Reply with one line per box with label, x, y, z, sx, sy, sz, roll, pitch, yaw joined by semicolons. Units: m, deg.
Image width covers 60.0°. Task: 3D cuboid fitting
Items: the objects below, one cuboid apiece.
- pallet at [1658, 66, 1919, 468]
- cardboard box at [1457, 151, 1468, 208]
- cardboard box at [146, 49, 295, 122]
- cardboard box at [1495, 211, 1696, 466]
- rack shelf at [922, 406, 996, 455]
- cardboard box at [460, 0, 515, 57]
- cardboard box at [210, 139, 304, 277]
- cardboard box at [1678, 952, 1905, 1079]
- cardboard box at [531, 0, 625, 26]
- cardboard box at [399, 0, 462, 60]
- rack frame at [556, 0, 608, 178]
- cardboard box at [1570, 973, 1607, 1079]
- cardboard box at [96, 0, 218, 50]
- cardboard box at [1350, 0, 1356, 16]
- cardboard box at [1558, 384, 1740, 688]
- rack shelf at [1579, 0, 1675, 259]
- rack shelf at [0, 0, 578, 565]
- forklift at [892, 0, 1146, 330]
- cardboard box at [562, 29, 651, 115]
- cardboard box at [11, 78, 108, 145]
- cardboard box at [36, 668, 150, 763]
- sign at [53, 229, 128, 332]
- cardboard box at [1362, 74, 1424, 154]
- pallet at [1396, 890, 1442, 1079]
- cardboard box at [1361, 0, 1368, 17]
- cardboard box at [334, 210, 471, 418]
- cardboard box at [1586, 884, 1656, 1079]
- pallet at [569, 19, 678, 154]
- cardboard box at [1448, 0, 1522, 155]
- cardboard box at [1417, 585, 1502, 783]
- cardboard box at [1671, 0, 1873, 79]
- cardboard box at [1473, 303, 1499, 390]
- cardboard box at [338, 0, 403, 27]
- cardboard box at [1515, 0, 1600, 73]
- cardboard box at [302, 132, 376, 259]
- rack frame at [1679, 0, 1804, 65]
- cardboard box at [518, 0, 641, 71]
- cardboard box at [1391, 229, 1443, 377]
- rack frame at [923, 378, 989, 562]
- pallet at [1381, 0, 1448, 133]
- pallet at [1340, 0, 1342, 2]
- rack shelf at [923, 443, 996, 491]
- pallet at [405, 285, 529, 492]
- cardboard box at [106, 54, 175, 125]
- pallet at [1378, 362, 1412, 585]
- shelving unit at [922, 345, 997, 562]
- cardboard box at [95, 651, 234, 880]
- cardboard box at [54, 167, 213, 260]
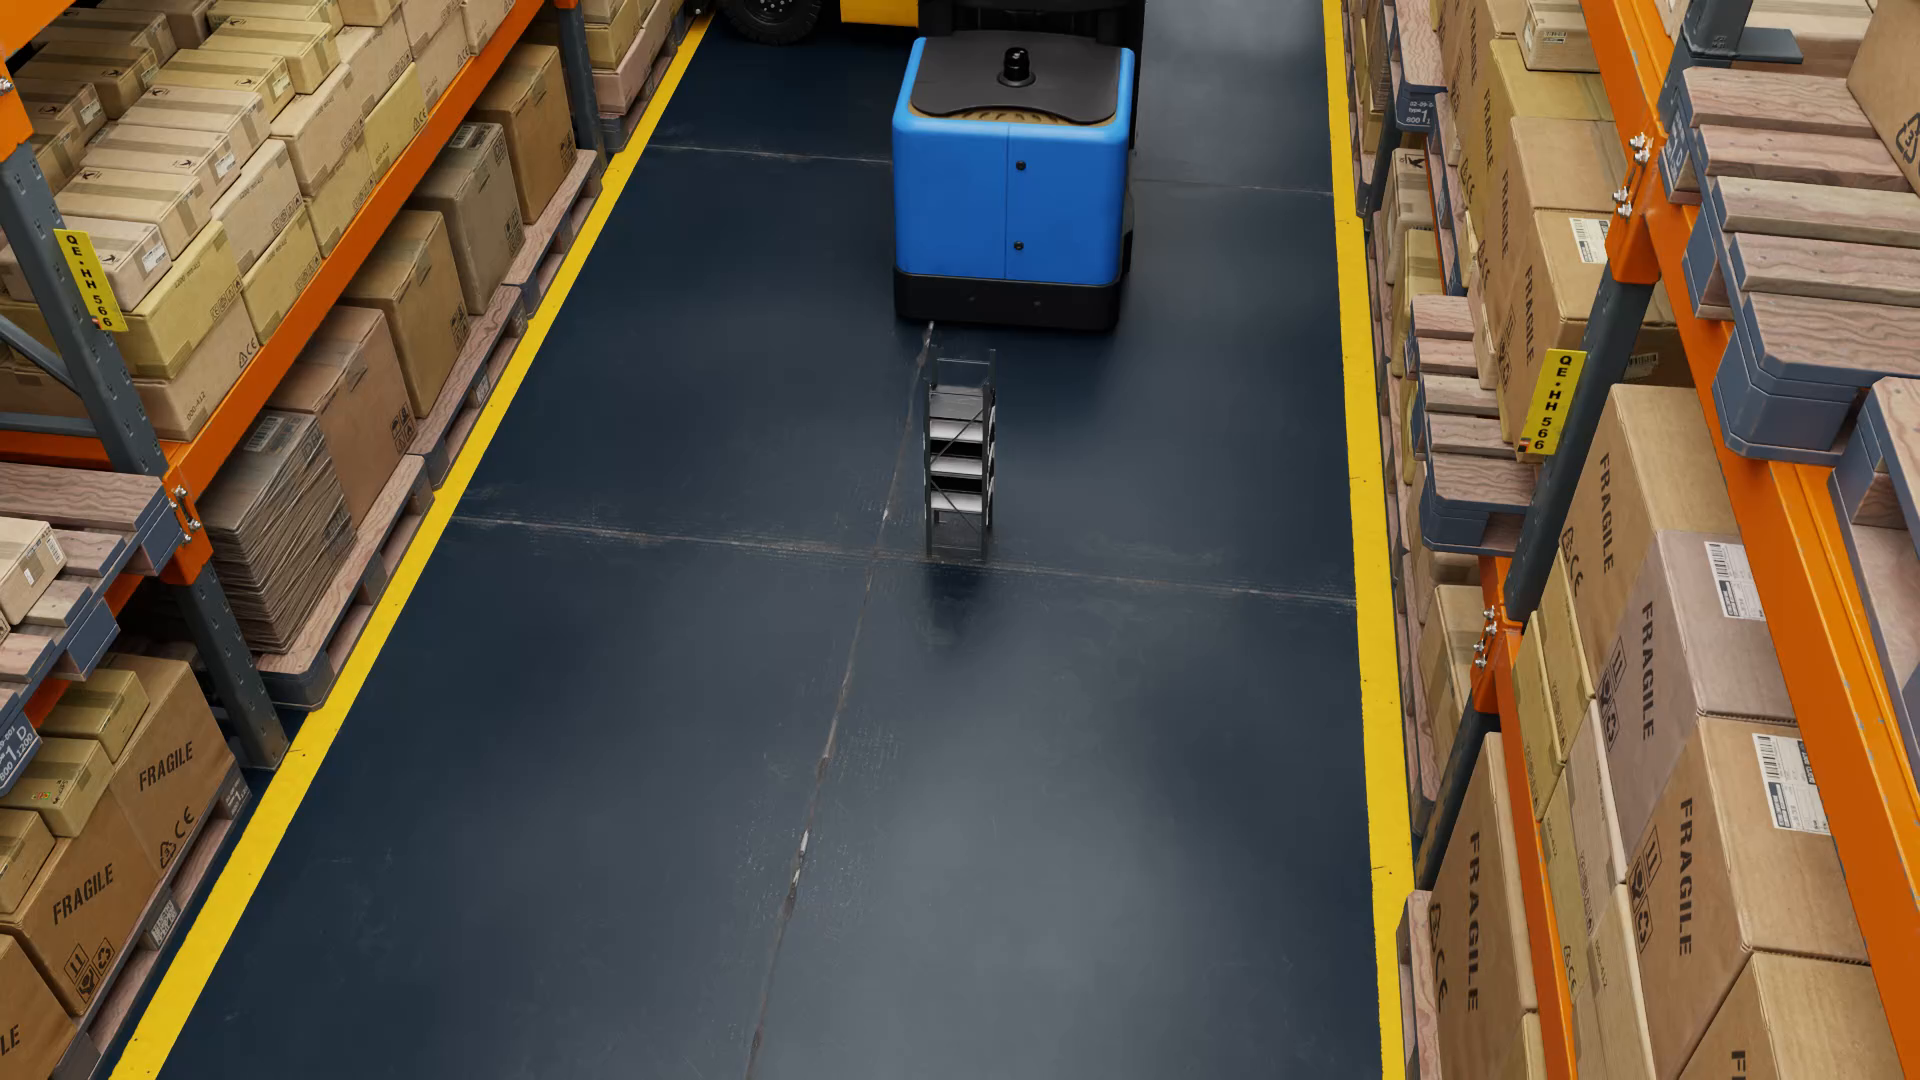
pallet;1.982;-0.483;3.034;1.213;0.211;1.003;7;44;7
cardboard box;1.951;-1.275;5.792;0.380;0.149;0.250;4;44;4
cardboard box;-2.503;-1.530;5.639;0.380;0.149;0.250;6;44;6
cardboard box;1.799;-0.538;4.542;0.500;0.500;0.500;4;44;4
rack shelf;-0.001;-0.428;6.334;0.258;0.077;0.200;5;44;6
cardboard box;-2.245;-2.316;7.123;0.500;0.250;0.500;5;44;5
cardboard box;-2.537;-1.103;5.479;0.500;0.250;0.500;7;44;7
cardboard box;1.498;1.042;2.668;0.500;0.500;0.500;6;44;6
cardboard box;-2.002;-2.899;8.597;0.500;0.250;0.500;5;44;5
cardboard box;-2.323;-2.151;6.585;0.500;0.250;0.500;6;44;6
rack frame;-2.377;-3.081;7.822;1.000;3.000;0.127;5;44;6
cardboard box;1.575;1.168;3.444;0.500;0.250;0.500;7;44;7
cardboard box;-2.879;-1.915;6.046;0.380;0.149;0.250;6;44;7
cardboard box;2.557;-3.267;9.713;0.500;0.250;0.500;8;44;8
cardboard box;1.707;0.009;3.759;0.500;0.500;0.500;4;44;4
rack shelf;2.279;-2.097;5.124;1.077;0.370;4.000;5;44;6
rack shelf;-2.641;-1.456;6.630;1.077;0.370;4.000;5;44;6
forklift;0.369;-3.046;7.835;1.130;2.935;3.031;4;44;5
cardboard box;-1.985;-2.534;8.939;0.500;0.250;0.500;6;44;6
cardboard box;-3.081;-1.400;5.502;0.380;0.149;0.250;4;44;5
cardboard box;-2.720;0.525;5.055;0.380;0.149;0.250;3;44;3
sign;-2.367;-0.703;4.527;0.100;0.325;0.005;5;44;6
cardboard box;2.356;-2.213;8.600;0.500;0.250;0.500;7;44;7
pallet;1.836;1.637;4.867;1.003;0.211;1.213;5;44;6
cardboard box;2.488;-3.181;9.076;0.500;0.500;0.500;7;44;8
cardboard box;-2.642;-0.973;7.018;0.875;0.625;0.625;4;44;4
cardboard box;1.556;0.981;3.278;0.500;0.250;0.500;5;44;5
pallet;-2.230;-2.606;9.349;1.003;0.211;1.213;5;44;6
cardboard box;1.996;-1.607;5.671;0.500;0.500;0.500;4;44;4
cardboard box;2.100;0.512;5.634;0.950;0.372;0.625;3;43;3
cardboard box;1.848;-1.138;3.771;0.380;0.149;0.250;5;44;6
cardboard box;1.778;-0.577;5.055;0.380;0.149;0.250;5;44;5
cardboard box;-2.300;-2.038;6.176;0.380;0.149;0.250;4;44;4
cardboard box;1.952;-1.579;5.169;0.380;0.149;0.250;3;44;4
cardboard box;-2.472;-1.274;6.023;0.500;0.250;0.500;4;44;4
rack frame;2.015;-2.084;2.406;1.000;3.000;0.127;5;44;6
cardboard box;-2.007;-2.718;8.769;0.500;0.250;0.500;5;44;5
cardboard box;2.385;-0.982;7.212;0.950;0.372;0.625;8;44;8
rack frame;-0.015;-0.252;6.362;0.240;0.900;0.006;5;44;6
pallet;2.299;-2.055;6.878;1.003;0.211;1.213;5;44;6
pallet;2.920;-3.743;10.550;1.003;0.211;1.213;5;44;6
rack shelf;-0.001;-0.297;6.458;0.258;0.077;0.200;5;44;6
pallet;-2.594;-0.729;7.366;1.003;0.211;1.213;5;44;6
cardboard box;-2.987;-1.503;5.901;0.500;0.250;0.500;5;44;5
pallet;2.283;-0.255;6.866;1.003;0.211;1.213;5;44;6
shelving unit;-0.001;-0.321;6.435;0.258;0.900;0.210;5;44;6
cardboard box;-2.748;0.708;5.333;0.500;0.500;0.500;6;44;7
cardboard box;-2.538;-0.999;5.079;0.380;0.149;0.250;6;44;6
